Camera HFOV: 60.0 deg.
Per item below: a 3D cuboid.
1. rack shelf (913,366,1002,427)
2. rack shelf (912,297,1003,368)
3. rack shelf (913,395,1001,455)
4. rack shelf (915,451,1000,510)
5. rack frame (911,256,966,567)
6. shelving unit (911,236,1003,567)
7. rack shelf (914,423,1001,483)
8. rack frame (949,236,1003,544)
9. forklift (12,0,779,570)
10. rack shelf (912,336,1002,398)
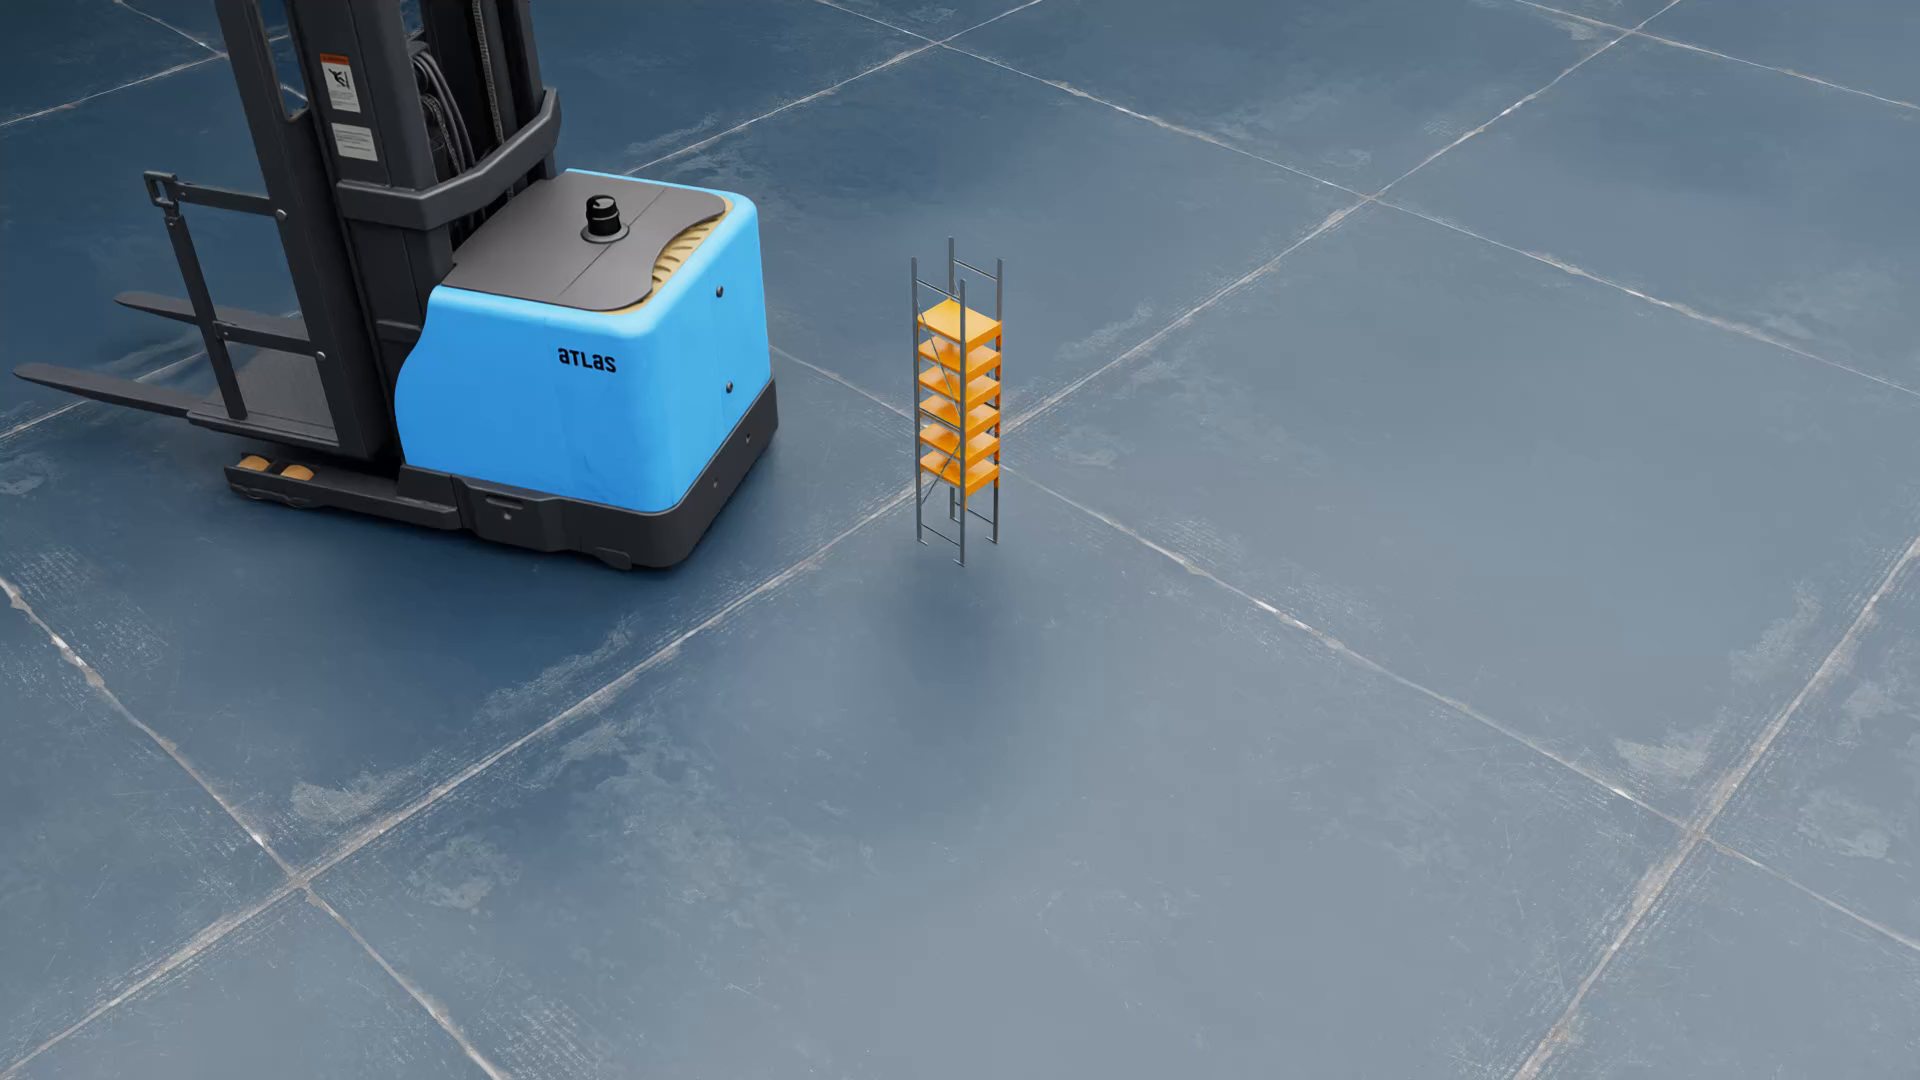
[{"bbox_3d":[-0.010,-0.522,5.821,0.258,0.103,0.180,30,47,32],"label":"rack shelf"},{"bbox_3d":[-0.010,-0.710,5.672,0.258,0.103,0.180,30,47,32],"label":"rack shelf"},{"bbox_3d":[-0.010,-0.428,5.896,0.258,0.103,0.180,30,47,32],"label":"rack shelf"},{"bbox_3d":[-0.010,-0.240,6.045,0.258,0.103,0.180,30,47,32],"label":"rack shelf"},{"bbox_3d":[-0.071,-0.421,5.815,0.240,1.200,0.006,30,47,32],"label":"rack frame"},{"bbox_3d":[-0.010,-0.463,5.868,0.258,1.200,0.189,30,47,32],"label":"shelving unit"},{"bbox_3d":[-0.010,-0.334,5.971,0.258,0.103,0.180,30,47,32],"label":"rack shelf"},{"bbox_3d":[0.052,-0.505,5.921,0.240,1.200,0.006,30,47,32],"label":"rack frame"},{"bbox_3d":[-2.308,-1.569,5.868,3.031,2.935,1.130,11,40,14],"label":"forklift"},{"bbox_3d":[-0.010,-0.616,5.746,0.258,0.103,0.180,30,47,32],"label":"rack shelf"}]
